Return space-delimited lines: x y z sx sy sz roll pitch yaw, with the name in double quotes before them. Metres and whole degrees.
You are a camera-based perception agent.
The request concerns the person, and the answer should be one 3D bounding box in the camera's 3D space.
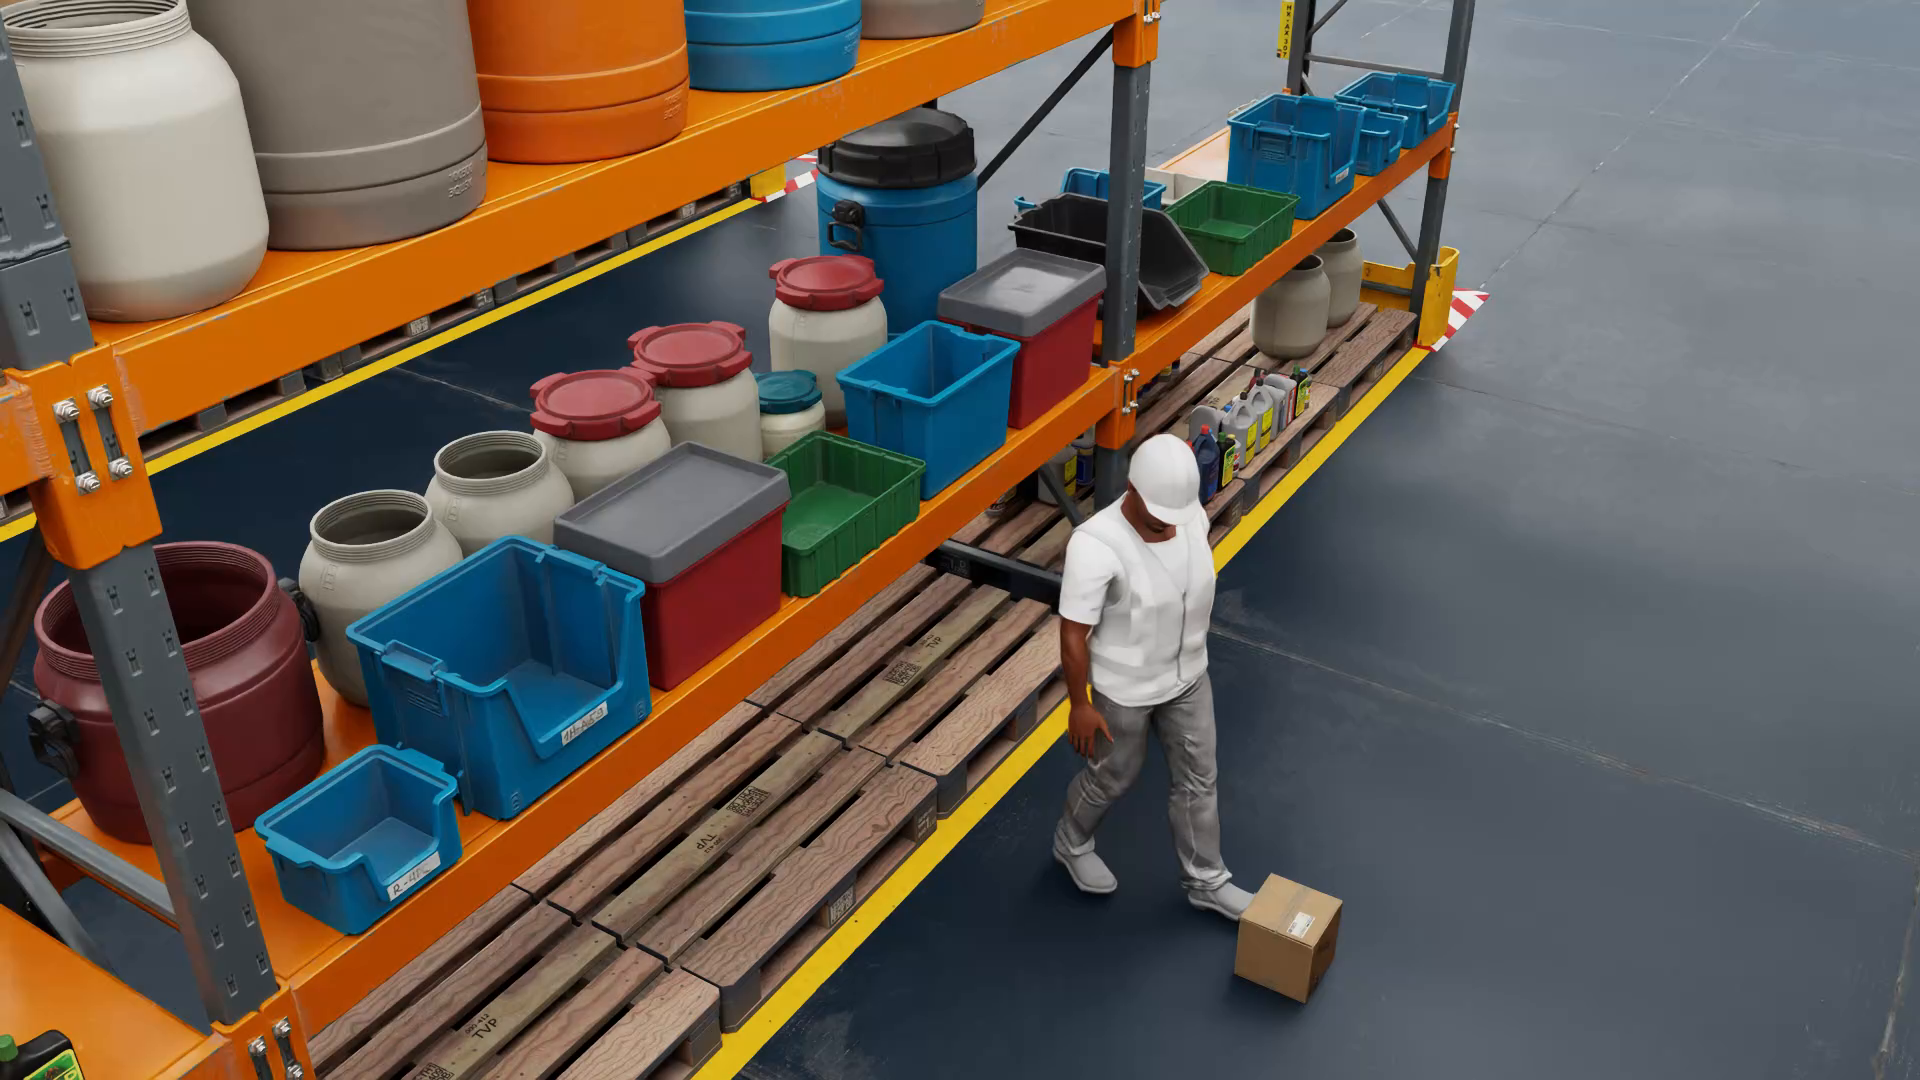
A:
"person" 0.646 0.474 5.280 0.628 1.741 0.761 -22 37 -33
